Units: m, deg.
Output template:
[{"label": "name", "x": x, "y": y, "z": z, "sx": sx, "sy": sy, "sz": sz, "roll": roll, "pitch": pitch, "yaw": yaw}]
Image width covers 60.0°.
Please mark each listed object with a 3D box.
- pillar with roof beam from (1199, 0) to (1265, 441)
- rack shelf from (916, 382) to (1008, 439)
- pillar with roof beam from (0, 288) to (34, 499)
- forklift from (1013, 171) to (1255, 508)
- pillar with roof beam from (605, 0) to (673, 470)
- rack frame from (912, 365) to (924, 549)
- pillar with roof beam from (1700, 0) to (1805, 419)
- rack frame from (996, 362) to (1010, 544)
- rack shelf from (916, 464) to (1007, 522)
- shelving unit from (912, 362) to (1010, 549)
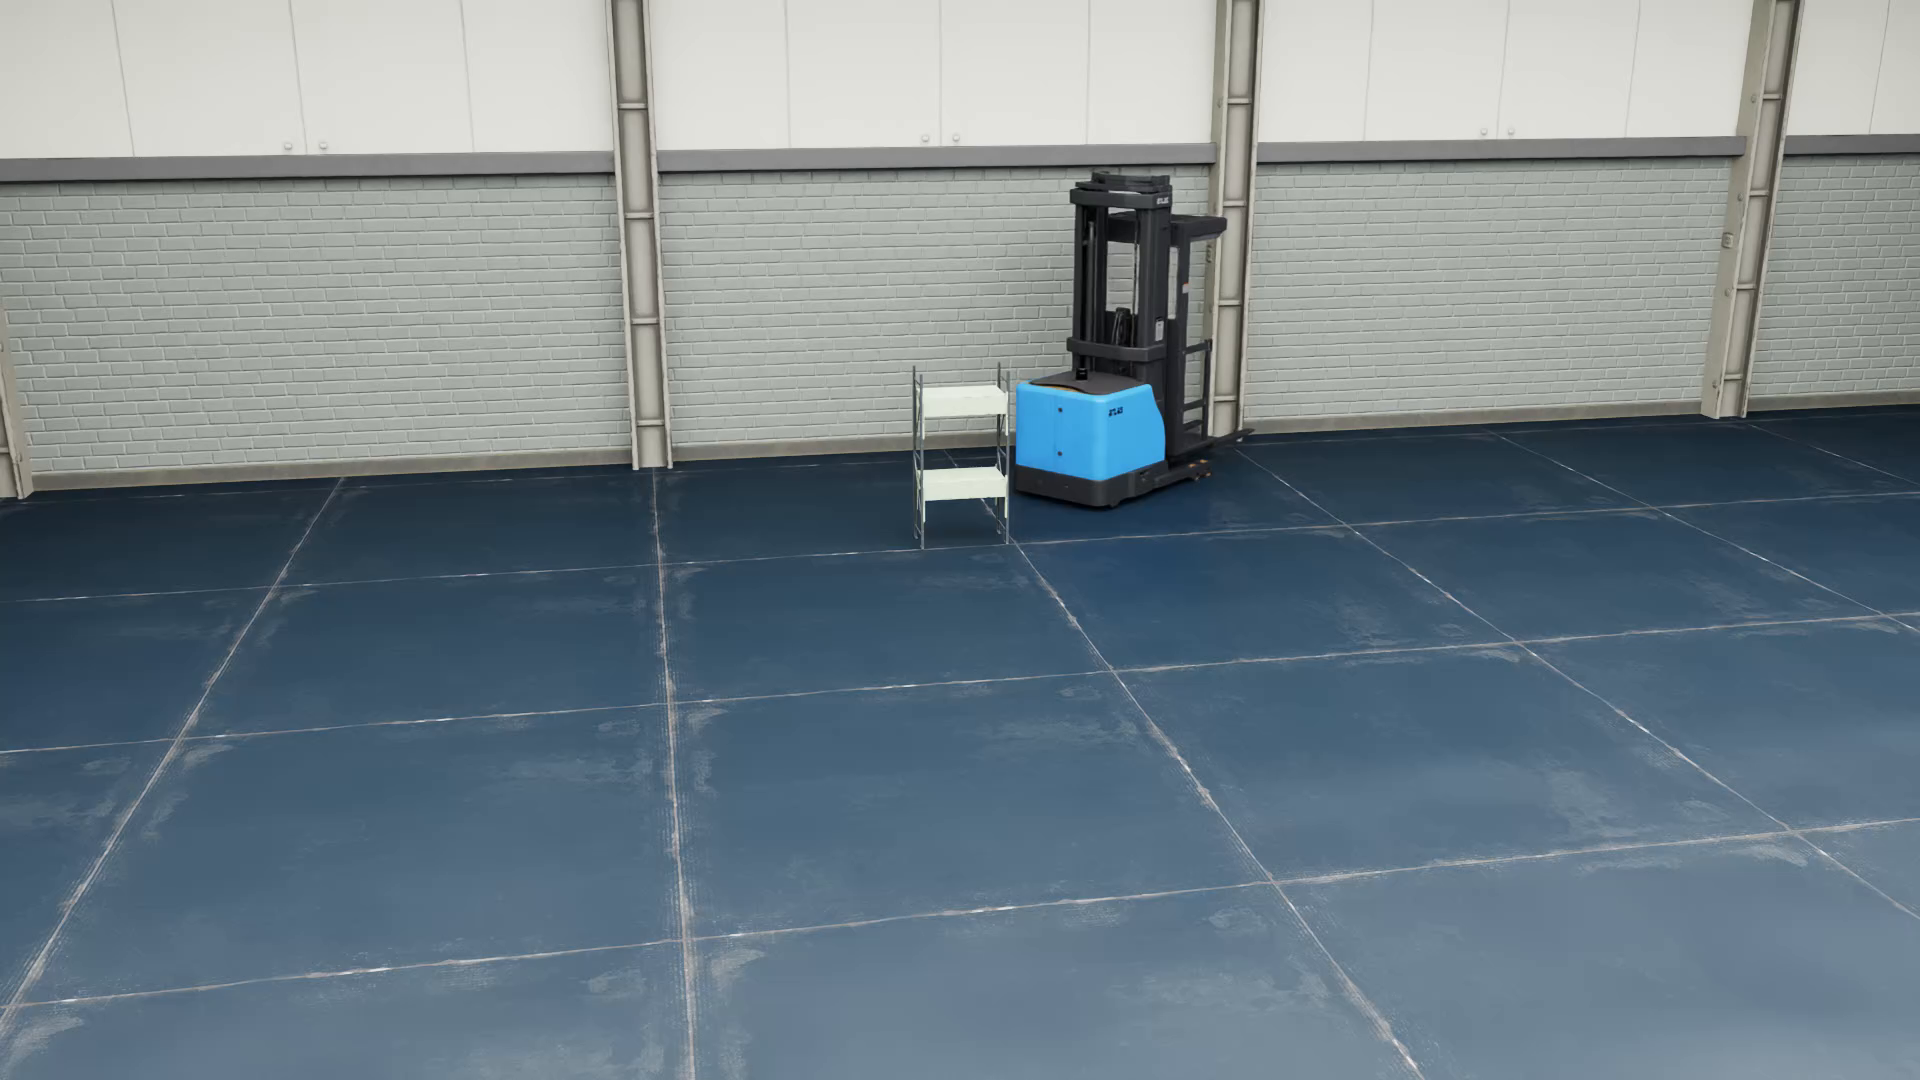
[{"label": "pillar with roof beam", "x": 3.610, "y": -4.149, "z": 12.495, "sx": 0.400, "sy": 9.000, "sz": 9.100, "roll": -3, "pitch": 17, "yaw": -10}, {"label": "rack shelf", "x": 0.007, "y": -1.090, "z": 13.978, "sx": 0.720, "sy": 0.370, "sz": 0.431, "roll": -3, "pitch": 17, "yaw": -10}, {"label": "pillar with roof beam", "x": -8.172, "y": -3.481, "z": 10.318, "sx": 0.400, "sy": 9.000, "sz": 9.100, "roll": -3, "pitch": 17, "yaw": -10}, {"label": "forklift", "x": 1.838, "y": -2.062, "z": 16.033, "sx": 1.130, "sy": 2.935, "sz": 3.031, "roll": 14, "pitch": 22, "yaw": 38}, {"label": "pillar with roof beam", "x": -2.281, "y": -3.815, "z": 11.406, "sx": 0.400, "sy": 9.000, "sz": 9.100, "roll": -3, "pitch": 17, "yaw": -10}, {"label": "rack frame", "x": -0.353, "y": -0.697, "z": 14.026, "sx": 0.023, "sy": 1.500, "sz": 0.400, "roll": -3, "pitch": 17, "yaw": -10}, {"label": "pillar with roof beam", "x": 9.501, "y": -4.484, "z": 13.583, "sx": 0.400, "sy": 9.000, "sz": 9.100, "roll": -3, "pitch": 17, "yaw": -10}, {"label": "rack frame", "x": 0.366, "y": -0.738, "z": 14.159, "sx": 0.023, "sy": 1.500, "sz": 0.400, "roll": -3, "pitch": 17, "yaw": -10}, {"label": "rack shelf", "x": 0.007, "y": -0.406, "z": 14.189, "sx": 0.720, "sy": 0.370, "sz": 0.431, "roll": -3, "pitch": 17, "yaw": -10}, {"label": "shelving unit", "x": 0.007, "y": -0.717, "z": 14.093, "sx": 0.755, "sy": 1.500, "sz": 0.431, "roll": -3, "pitch": 17, "yaw": -10}]
